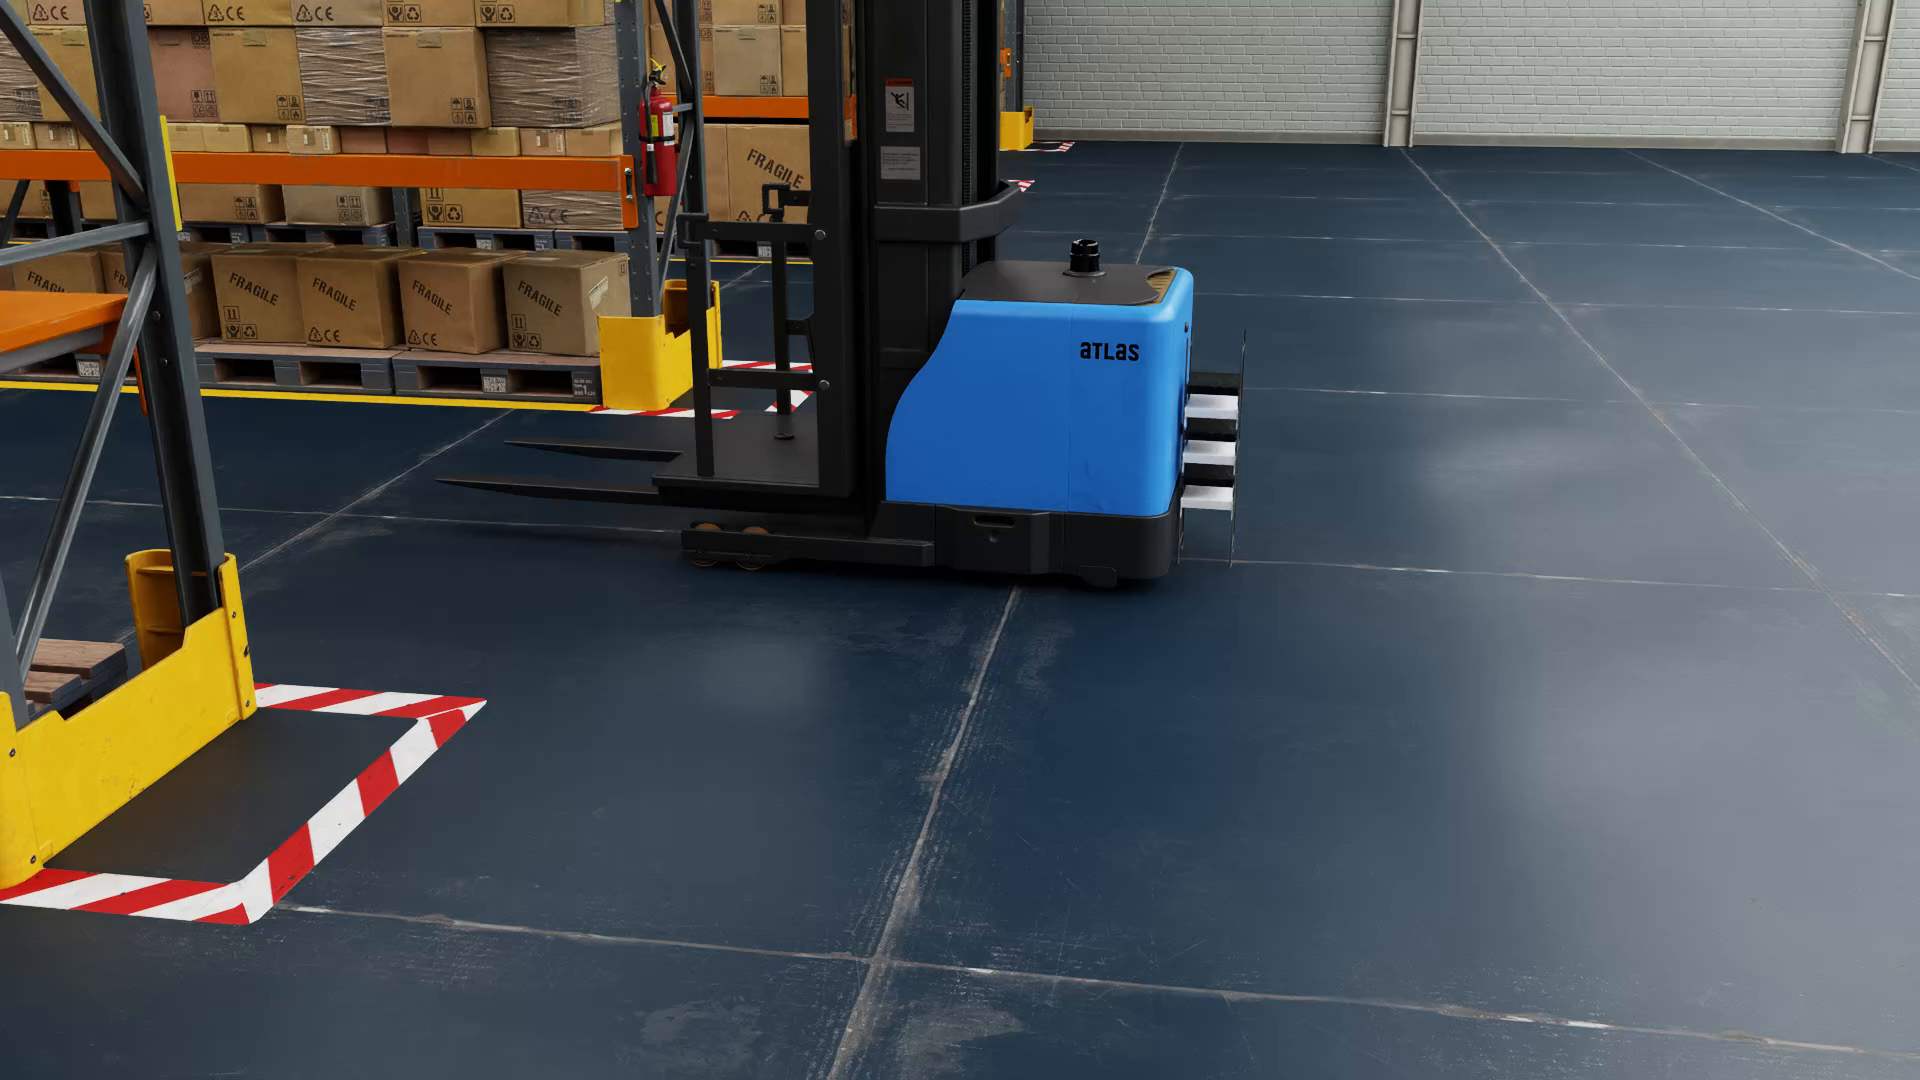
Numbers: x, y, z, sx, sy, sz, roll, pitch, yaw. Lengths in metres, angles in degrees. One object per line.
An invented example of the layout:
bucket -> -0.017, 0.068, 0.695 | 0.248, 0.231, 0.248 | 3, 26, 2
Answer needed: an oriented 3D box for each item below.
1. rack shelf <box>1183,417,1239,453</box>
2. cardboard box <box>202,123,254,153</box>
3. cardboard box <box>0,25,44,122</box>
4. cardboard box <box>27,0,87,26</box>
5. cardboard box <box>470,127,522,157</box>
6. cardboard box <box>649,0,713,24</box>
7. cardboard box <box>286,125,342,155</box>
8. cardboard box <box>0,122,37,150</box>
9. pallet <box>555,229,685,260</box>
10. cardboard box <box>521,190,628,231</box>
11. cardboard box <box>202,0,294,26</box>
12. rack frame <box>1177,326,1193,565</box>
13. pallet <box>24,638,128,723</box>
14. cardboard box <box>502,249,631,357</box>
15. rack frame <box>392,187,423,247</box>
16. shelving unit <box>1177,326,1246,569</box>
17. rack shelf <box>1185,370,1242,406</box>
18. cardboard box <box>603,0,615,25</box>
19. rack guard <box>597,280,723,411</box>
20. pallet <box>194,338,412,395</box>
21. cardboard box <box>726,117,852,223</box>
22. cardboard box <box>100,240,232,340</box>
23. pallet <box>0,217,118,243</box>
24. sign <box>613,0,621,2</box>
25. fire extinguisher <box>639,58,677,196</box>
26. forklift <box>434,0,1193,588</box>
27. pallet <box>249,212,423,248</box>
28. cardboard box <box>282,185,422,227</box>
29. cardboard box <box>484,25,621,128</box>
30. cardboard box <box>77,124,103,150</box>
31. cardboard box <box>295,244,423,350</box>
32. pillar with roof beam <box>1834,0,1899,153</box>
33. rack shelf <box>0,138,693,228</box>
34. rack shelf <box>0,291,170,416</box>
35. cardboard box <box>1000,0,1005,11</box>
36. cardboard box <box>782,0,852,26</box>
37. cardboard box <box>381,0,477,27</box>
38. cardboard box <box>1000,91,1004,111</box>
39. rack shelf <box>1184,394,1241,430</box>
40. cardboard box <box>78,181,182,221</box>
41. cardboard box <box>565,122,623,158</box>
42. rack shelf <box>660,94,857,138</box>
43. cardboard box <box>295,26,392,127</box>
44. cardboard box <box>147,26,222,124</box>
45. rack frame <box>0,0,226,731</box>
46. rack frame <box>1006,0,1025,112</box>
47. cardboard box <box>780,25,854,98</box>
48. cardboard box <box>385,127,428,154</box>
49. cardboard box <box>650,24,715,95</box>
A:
rack shelf -> 0.976, -0.413, 6.442 | 0.200, 0.077, 0.258 | 4, 19, 11
cardboard box -> -3.891, -2.199, 9.044 | 0.250, 0.149, 0.380 | 3, 19, 9
cardboard box -> -5.105, -2.641, 9.343 | 0.500, 0.500, 0.875 | 3, 19, 9
cardboard box -> -4.641, -3.030, 8.930 | 0.500, 0.500, 0.500 | 3, 19, 9
cardboard box -> -2.406, -2.133, 8.847 | 0.250, 0.149, 0.380 | 3, 19, 9
cardboard box -> -2.152, -4.526, 13.664 | 0.550, 0.550, 0.875 | 3, 19, 9
cardboard box -> -3.402, -2.167, 8.947 | 0.250, 0.149, 0.380 | 3, 19, 9
cardboard box -> -5.130, -2.254, 9.208 | 0.250, 0.149, 0.380 | 3, 19, 9
pallet -> -2.706, -2.598, 14.234 | 1.213, 0.211, 1.003 | 3, 19, 9
cardboard box -> -3.152, -3.137, 14.139 | 0.875, 0.875, 0.875 | 3, 19, 9
cardboard box -> -3.652, -2.983, 8.790 | 0.500, 0.500, 0.500 | 3, 19, 9
rack frame -> 0.877, -0.366, 6.480 | 0.006, 0.900, 0.240 | 4, 19, 11
pallet -> -3.259, 0.549, 4.829 | 1.213, 0.211, 1.003 | 3, 19, 9
cardboard box -> -2.204, -1.344, 9.370 | 0.500, 0.500, 0.500 | 7, 20, 19
rack frame -> -4.653, -4.044, 14.161 | 0.127, 3.000, 1.000 | 3, 19, 9
shelving unit -> 0.976, -0.360, 6.460 | 0.210, 0.900, 0.258 | 4, 19, 11
rack shelf -> 0.976, -0.584, 6.385 | 0.200, 0.077, 0.258 | 4, 19, 11
cardboard box -> -2.090, -3.069, 9.046 | 0.500, 0.500, 0.500 | 3, 19, 9
rack guard -> -1.665, -1.112, 9.338 | 0.348, 0.500, 1.175 | 3, 19, 9
pallet -> -3.662, -1.089, 9.725 | 1.213, 0.211, 1.003 | 3, 19, 9
cardboard box -> -1.383, -3.047, 13.870 | 0.875, 0.875, 0.875 | 3, 19, 9
cardboard box -> -4.584, -1.449, 9.685 | 0.500, 0.500, 0.500 | 9, 21, 26
pallet -> -7.835, -2.859, 15.016 | 1.213, 0.211, 1.003 | 3, 19, 9
sign -> -1.698, -2.819, 8.179 | 0.005, 0.325, 0.100 | 3, 19, 9
fire extinguisher -> -1.550, -2.107, 8.494 | 0.183, 0.674, 0.296 | 3, 19, 9
forklift -> -0.617, -1.432, 6.462 | 3.031, 2.935, 1.130 | 4, 19, 11
pallet -> -5.426, -2.736, 14.649 | 1.213, 0.211, 1.003 | 3, 19, 9
cardboard box -> -5.280, -3.179, 14.460 | 0.750, 0.750, 1.050 | 3, 19, 8
cardboard box -> -2.128, -2.518, 8.975 | 0.500, 0.500, 0.875 | 3, 19, 9
cardboard box -> -4.630, -2.240, 9.167 | 0.250, 0.149, 0.380 | 3, 19, 9
cardboard box -> -3.414, -1.401, 9.539 | 0.500, 0.500, 0.500 | 5, 19, 14
pillar with roof beam -> 11.387, -8.163, 17.018 | 0.400, 9.000, 9.100 | 3, 19, 9
rack shelf -> -3.564, -2.053, 9.345 | 4.000, 0.370, 1.077 | 3, 19, 9
rack shelf -> -4.350, -0.501, 4.707 | 4.000, 0.370, 1.077 | 3, 19, 9
cardboard box -> 0.472, -7.407, 23.032 | 0.250, 0.149, 0.380 | 2, 19, 7
cardboard box -> -1.063, -4.456, 13.456 | 0.550, 0.550, 0.875 | 3, 19, 9
cardboard box -> -2.667, -2.930, 8.629 | 0.500, 0.500, 0.500 | 3, 19, 9
cardboard box -> 0.335, -6.174, 23.413 | 0.500, 0.250, 0.500 | 3, 19, 10
rack shelf -> 0.976, -0.499, 6.413 | 0.200, 0.077, 0.258 | 4, 19, 11
cardboard box -> -7.151, -3.275, 14.748 | 0.750, 0.750, 1.050 | 3, 19, 9
cardboard box -> -1.904, -2.124, 8.819 | 0.250, 0.149, 0.380 | 3, 19, 9
rack shelf -> -2.678, -3.602, 13.974 | 4.000, 0.370, 1.077 | 3, 19, 9
cardboard box -> -3.128, -2.544, 9.054 | 0.500, 0.500, 0.875 | 3, 19, 9
cardboard box -> -4.107, -2.611, 9.254 | 0.500, 0.500, 0.875 | 3, 19, 9
rack frame -> -2.375, -0.742, 4.292 | 0.127, 3.000, 1.000 | 3, 19, 9
rack frame -> 0.766, -6.953, 22.857 | 0.127, 3.000, 1.000 | 3, 19, 9
cardboard box -> -1.077, -3.918, 13.548 | 0.550, 0.550, 0.875 | 3, 19, 9
cardboard box -> -2.890, -2.176, 8.975 | 0.250, 0.149, 0.380 | 3, 19, 9
cardboard box -> -2.156, -4.006, 13.813 | 0.550, 0.550, 0.875 | 3, 19, 9
